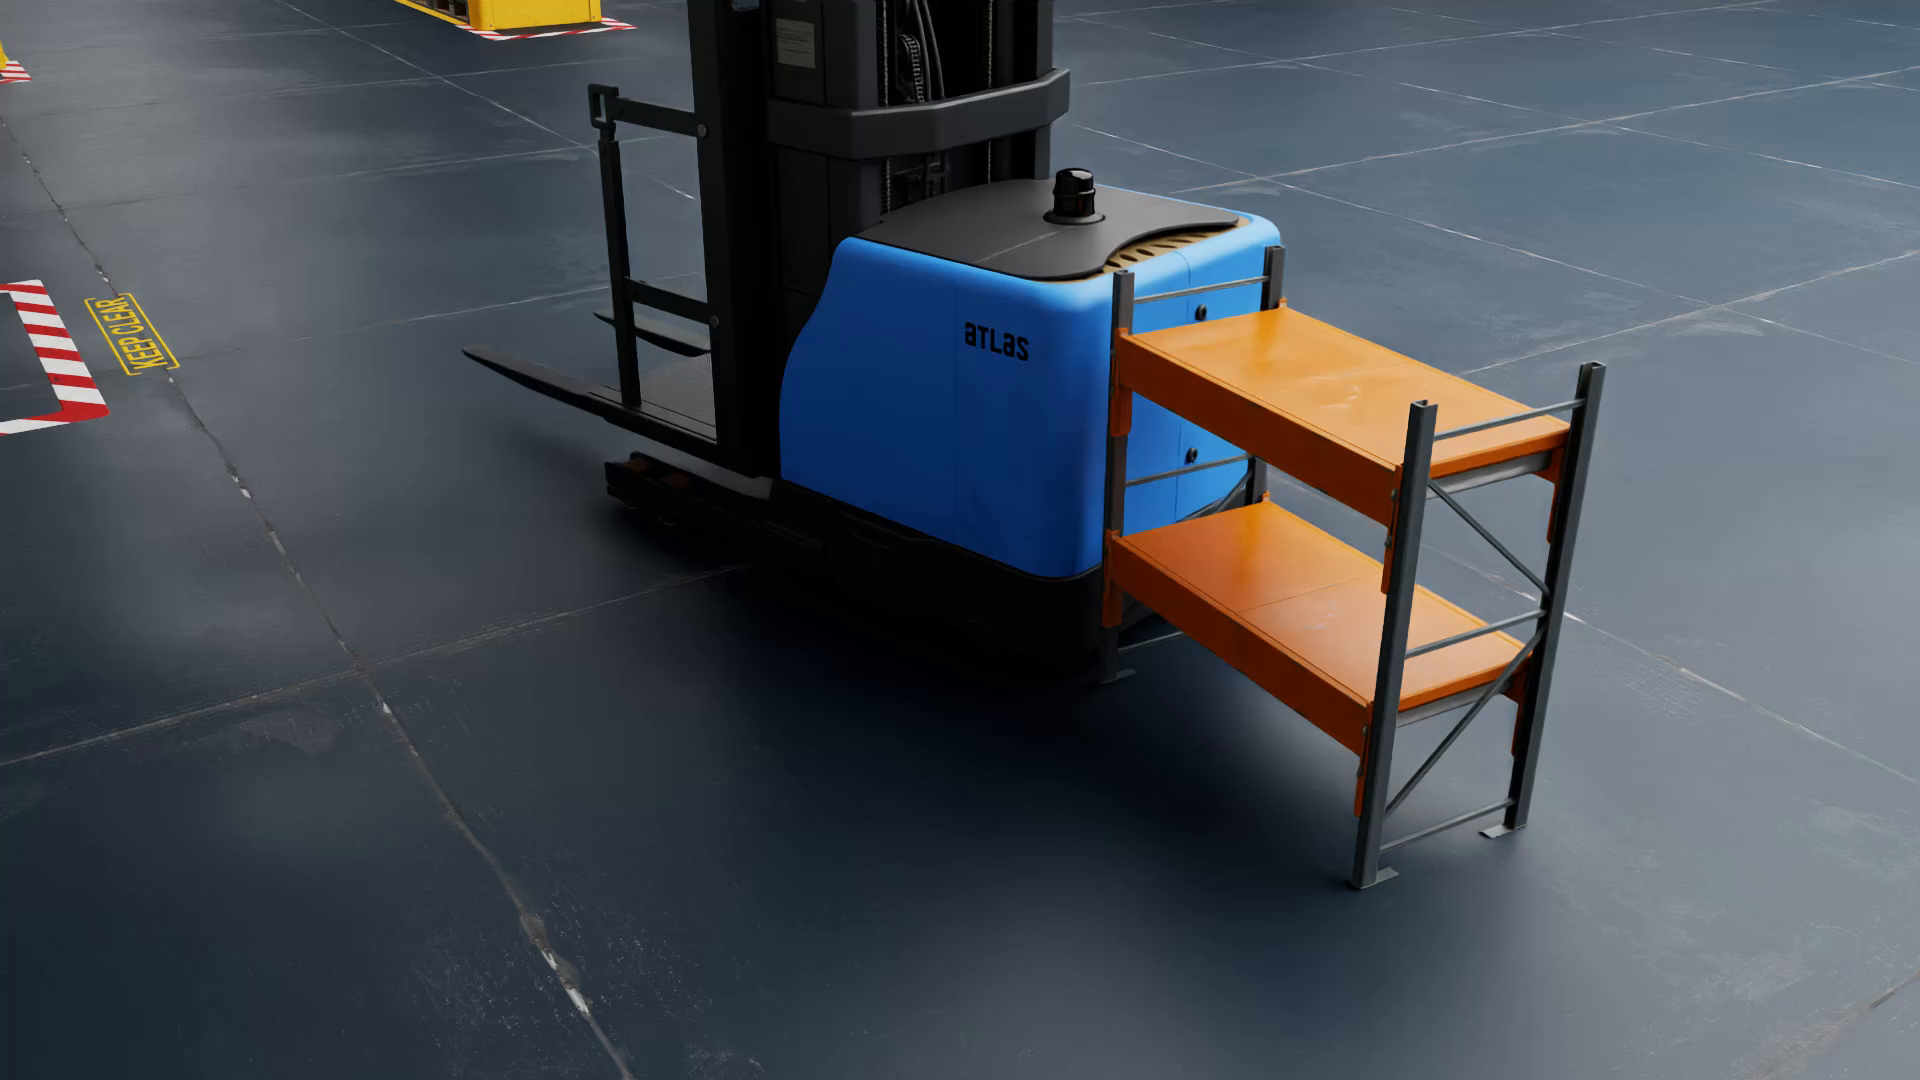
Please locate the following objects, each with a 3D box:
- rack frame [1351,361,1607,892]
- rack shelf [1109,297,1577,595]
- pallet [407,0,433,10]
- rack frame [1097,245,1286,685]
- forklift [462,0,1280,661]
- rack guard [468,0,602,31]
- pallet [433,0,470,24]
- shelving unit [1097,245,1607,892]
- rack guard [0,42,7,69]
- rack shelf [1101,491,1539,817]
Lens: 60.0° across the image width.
[{"bbox_3d":[1.084,0.200,3.508,0.500,1.125,0.032,-13,28,-26],"label":"rack frame"},{"bbox_3d":[0.838,-0.254,3.785,0.538,0.278,1.000,-13,28,-26],"label":"rack shelf"},{"bbox_3d":[-5.031,-5.570,16.801,1.003,0.211,1.213,-16,29,-30],"label":"pallet"},{"bbox_3d":[0.592,-0.179,4.312,0.500,1.125,0.032,-13,28,-26],"label":"rack frame"},{"bbox_3d":[-0.525,-1.518,5.031,3.031,2.935,1.130,21,32,37],"label":"forklift"},{"bbox_3d":[-3.903,-4.992,15.239,1.175,0.500,0.348,-16,29,-30],"label":"rack guard"},{"bbox_3d":[-4.369,-5.134,15.878,1.003,0.211,1.213,-16,29,-30],"label":"pallet"},{"bbox_3d":[0.838,0.010,3.910,0.538,1.125,1.048,-13,28,-26],"label":"shelving unit"},{"bbox_3d":[-8.106,-3.872,12.867,1.175,0.500,0.348,-16,29,-30],"label":"rack guard"},{"bbox_3d":[0.838,0.232,4.015,0.538,0.278,1.000,-13,28,-26],"label":"rack shelf"}]
